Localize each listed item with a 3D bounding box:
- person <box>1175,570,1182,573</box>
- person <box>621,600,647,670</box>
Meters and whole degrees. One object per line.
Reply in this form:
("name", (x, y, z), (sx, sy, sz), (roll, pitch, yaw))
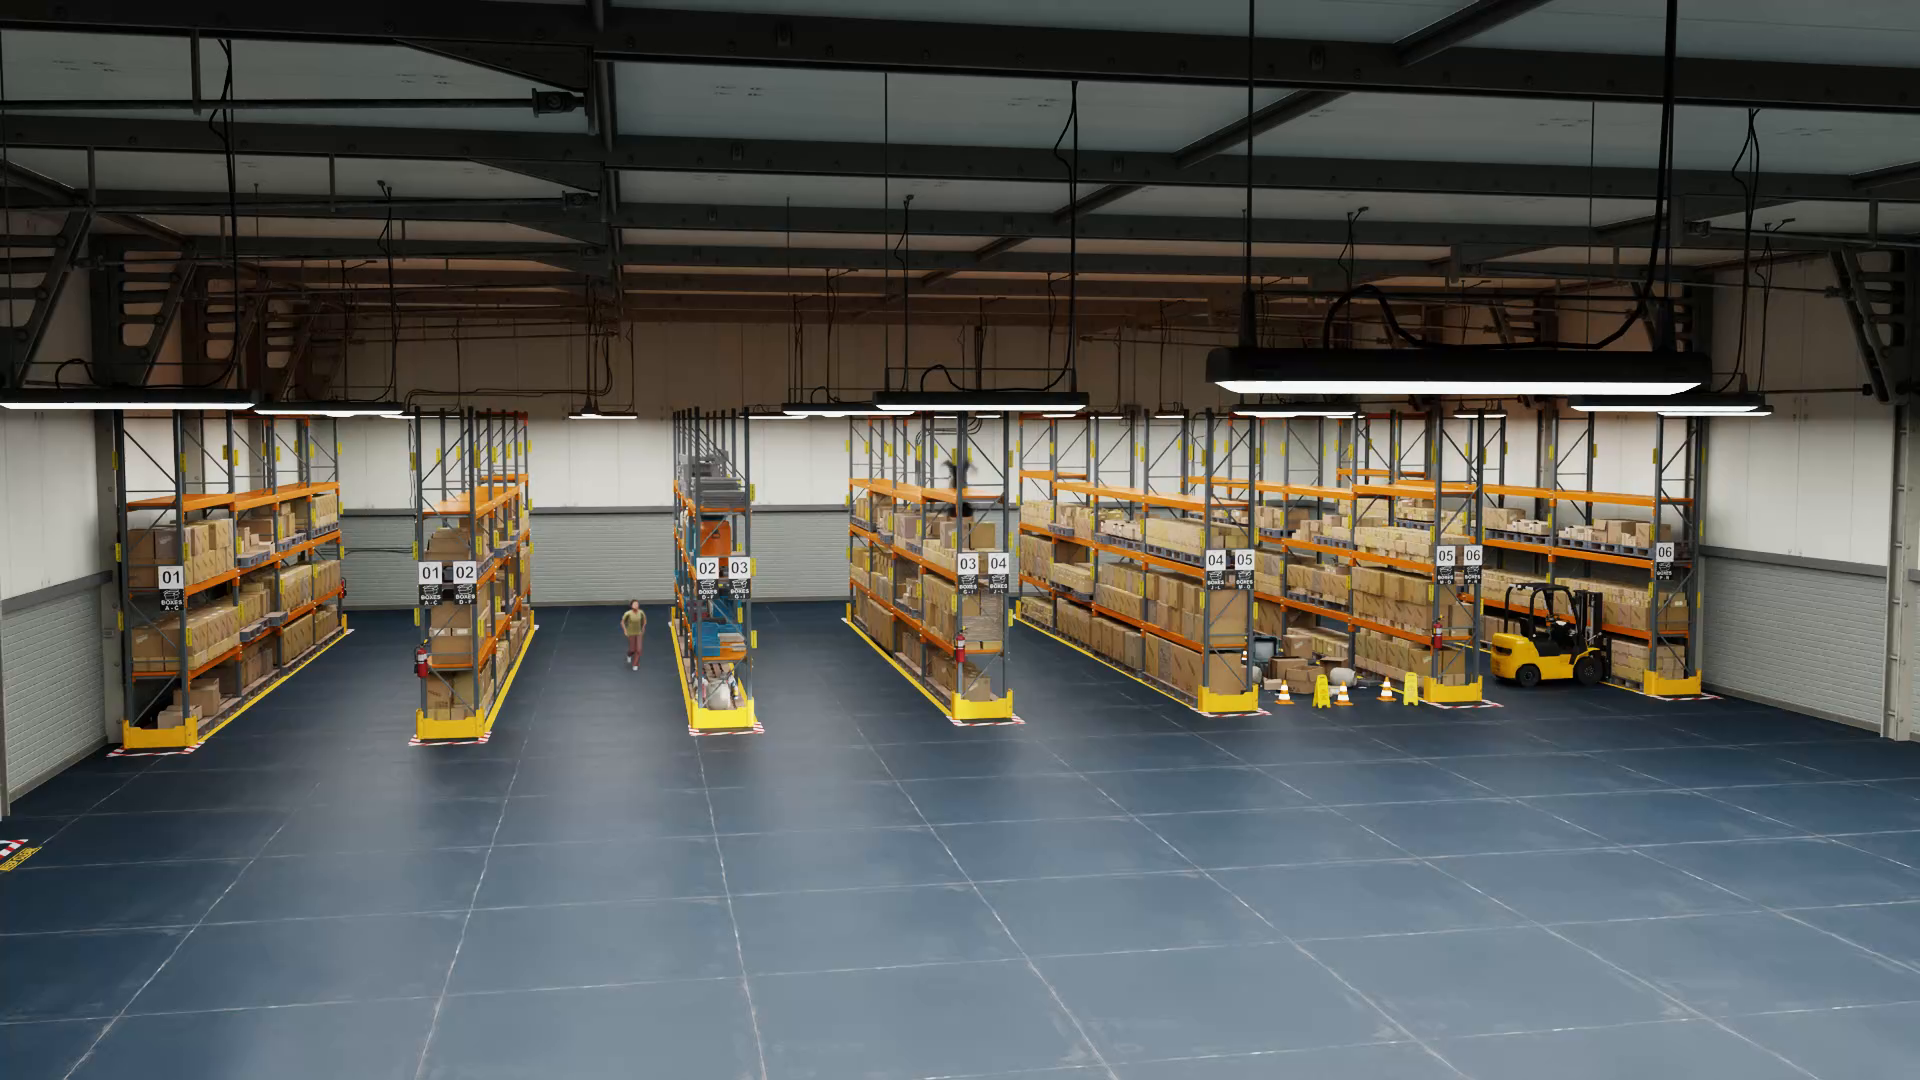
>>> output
("person", (6.029, 1.669, 44.990), (0.656, 1.747, 0.691), (-3, 5, -32))
("person", (-7.554, 2.185, 38.572), (0.595, 1.625, 0.616), (-2, 4, -24))
